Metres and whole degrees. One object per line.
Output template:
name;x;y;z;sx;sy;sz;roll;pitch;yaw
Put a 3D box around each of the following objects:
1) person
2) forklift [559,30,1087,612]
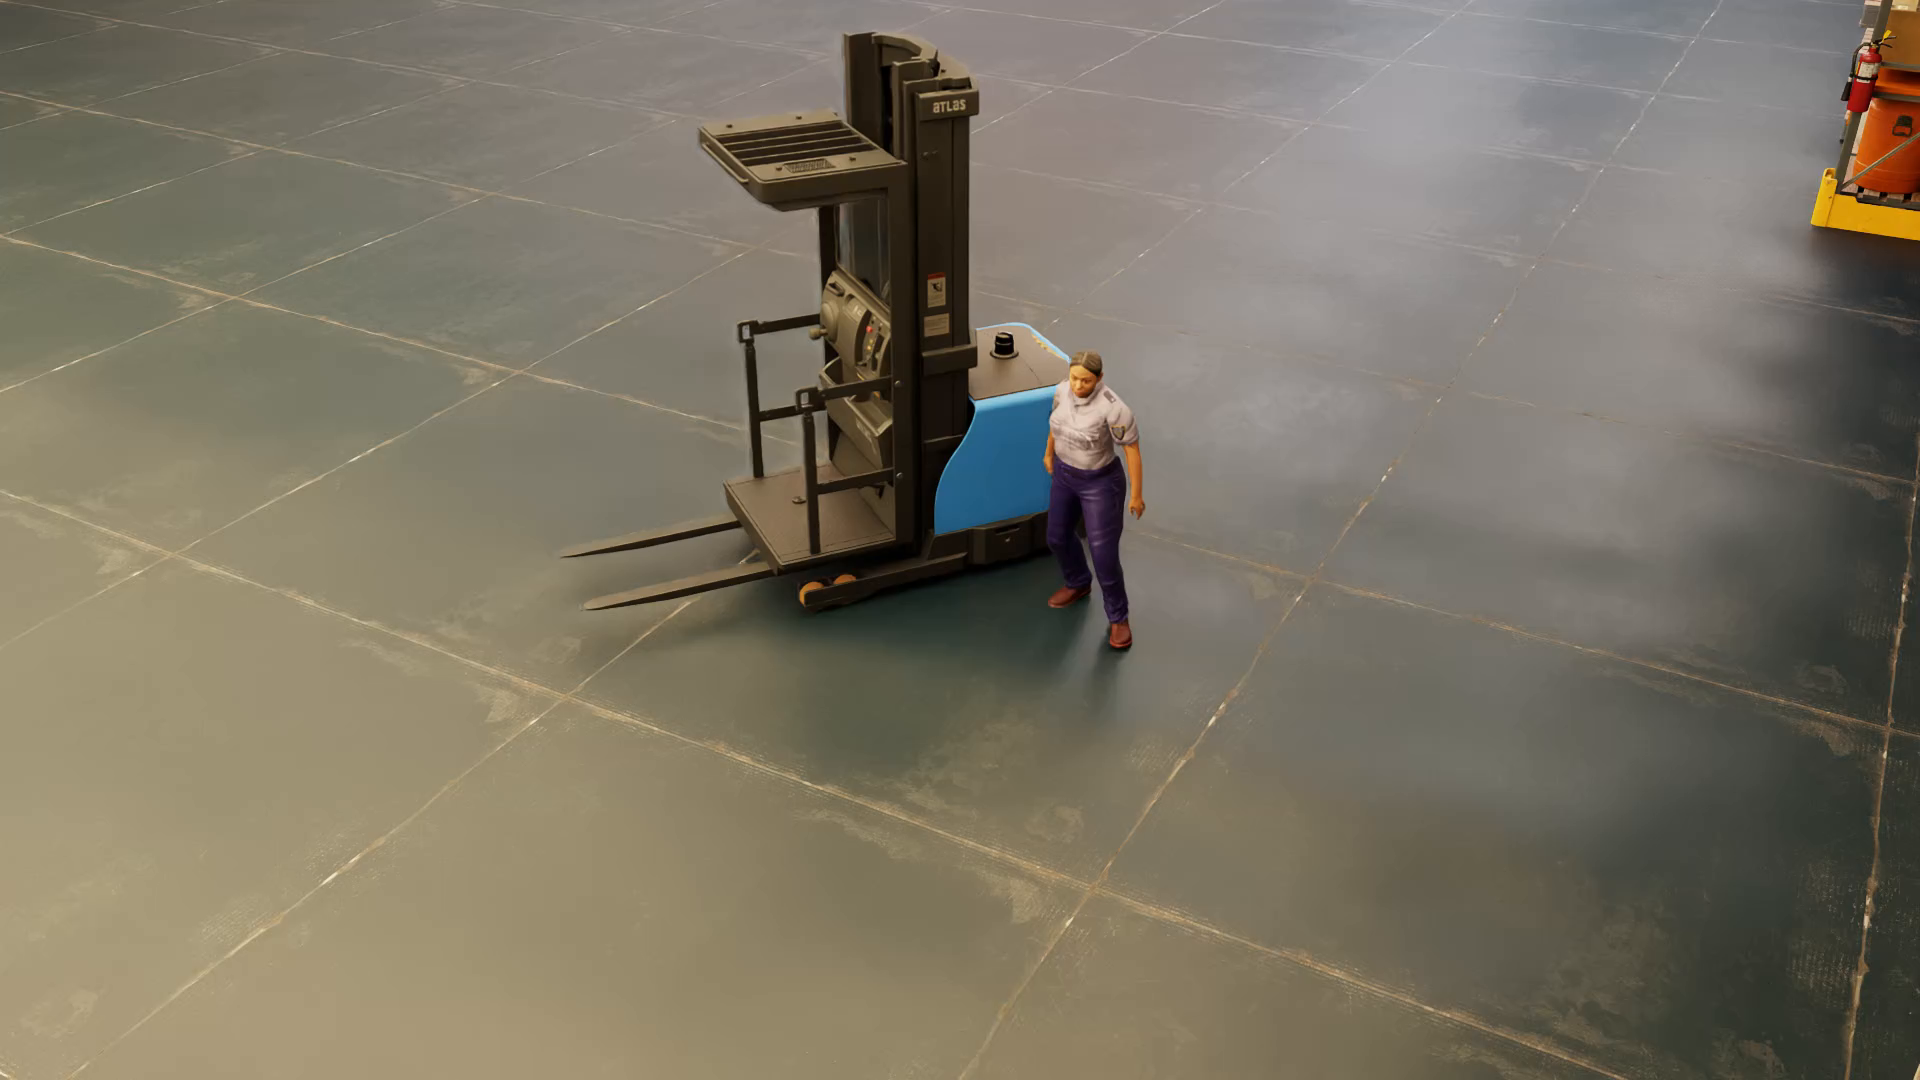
person;0.711;-0.296;8.910;0.811;1.623;0.379;27;39;38
forklift;-0.762;-1.167;9.092;3.031;2.935;1.130;-13;32;-21
